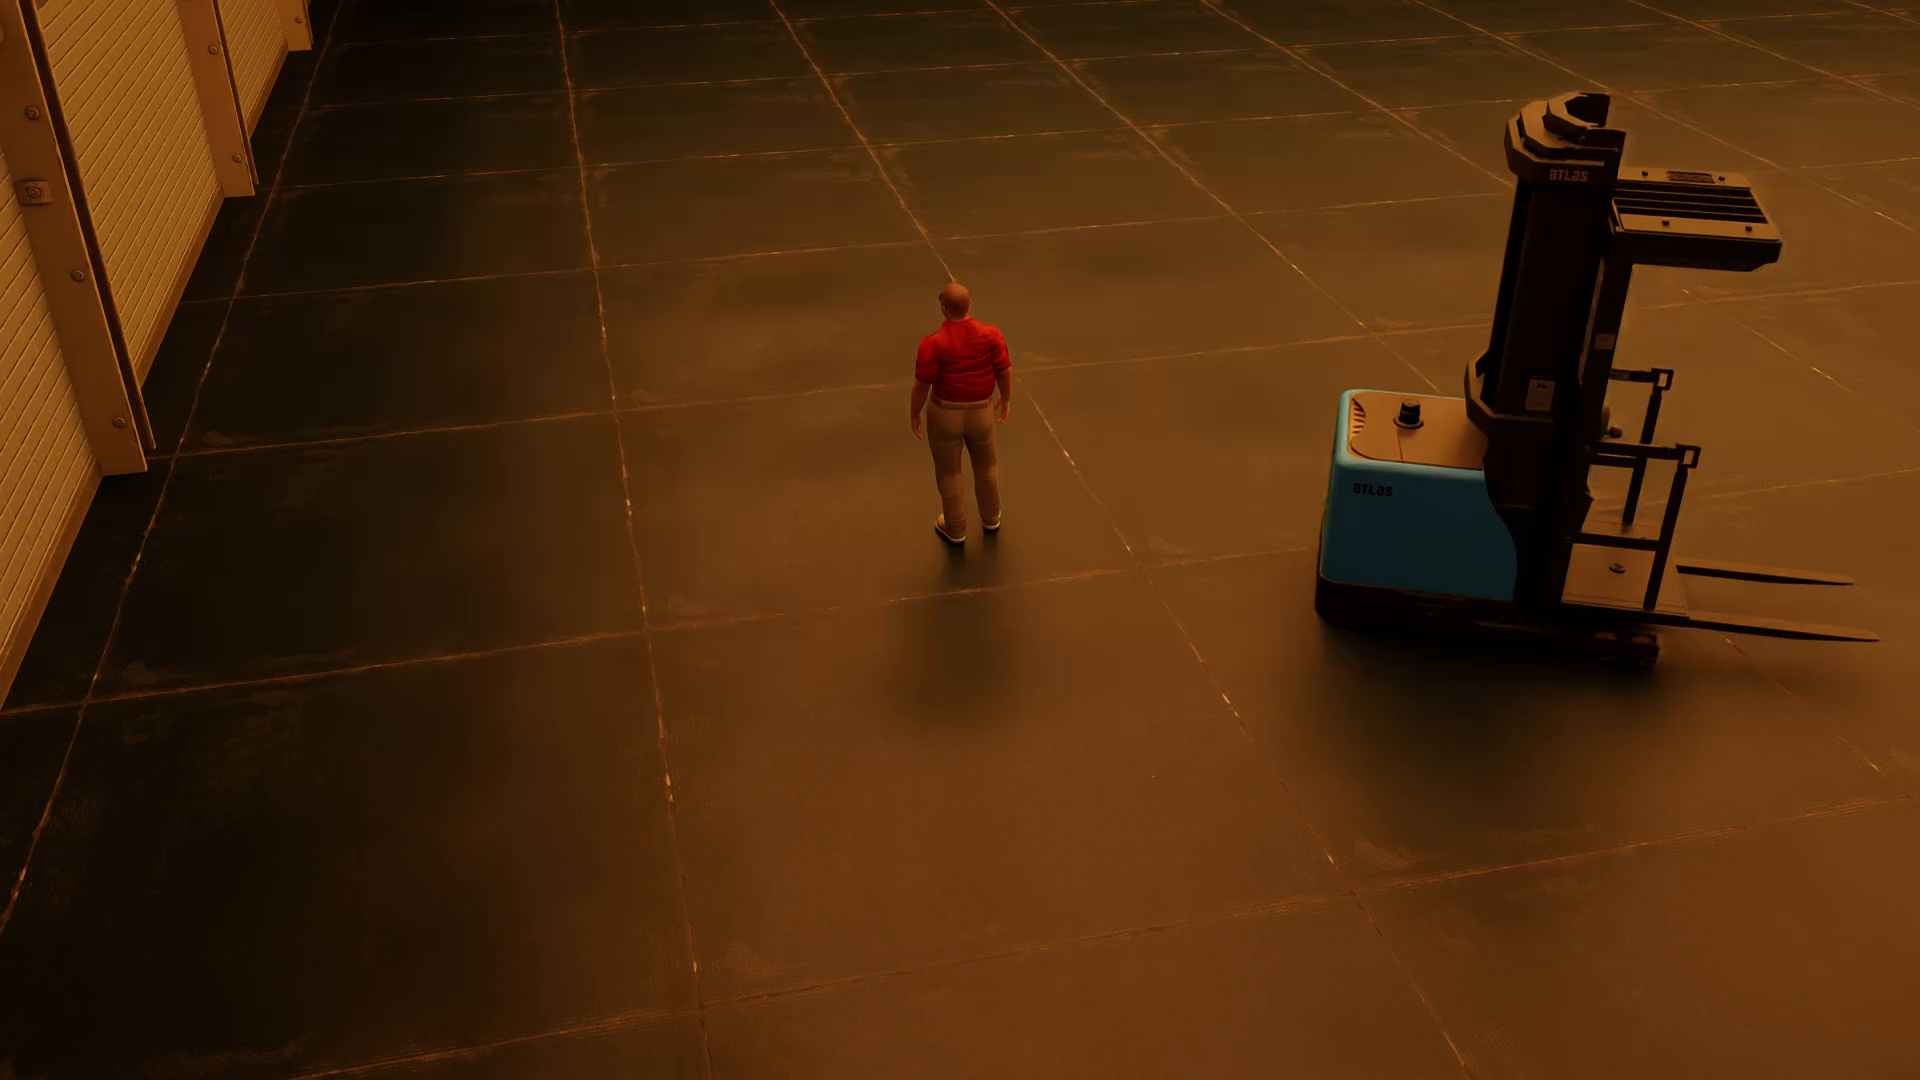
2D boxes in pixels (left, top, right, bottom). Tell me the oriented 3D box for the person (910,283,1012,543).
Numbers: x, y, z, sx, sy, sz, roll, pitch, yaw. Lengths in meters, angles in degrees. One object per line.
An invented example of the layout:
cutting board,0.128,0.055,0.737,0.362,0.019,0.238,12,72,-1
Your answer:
person,-0.009,-0.799,10.141,0.640,1.727,0.551,-7,31,-12

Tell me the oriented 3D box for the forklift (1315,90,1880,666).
forklift,3.636,-0.856,9.054,3.031,2.935,1.130,6,31,11
